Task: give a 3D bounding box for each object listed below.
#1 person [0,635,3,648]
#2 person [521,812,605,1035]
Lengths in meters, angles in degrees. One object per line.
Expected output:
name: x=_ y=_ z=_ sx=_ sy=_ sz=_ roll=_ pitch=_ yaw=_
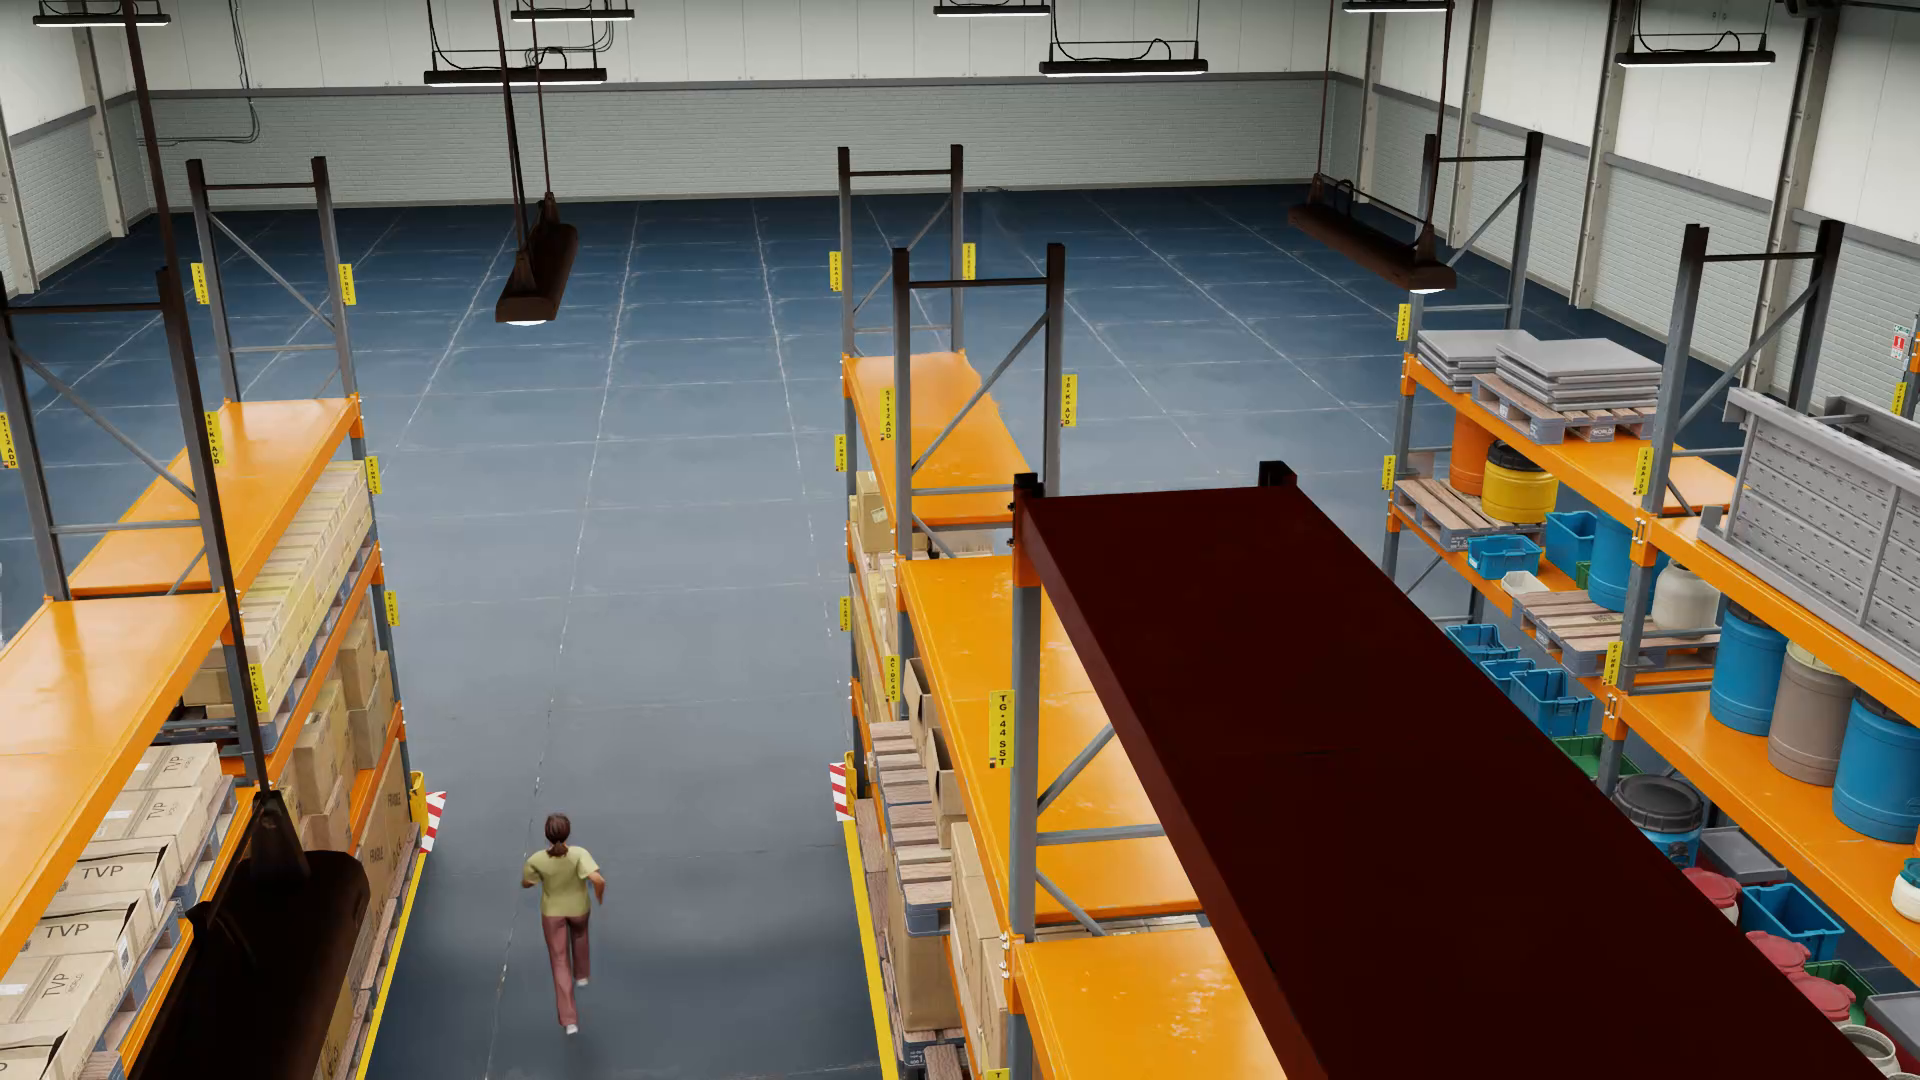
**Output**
person: x=-10.809 y=0.571 z=18.114 sx=0.539 sy=1.579 sz=0.614 roll=-17 pitch=27 yaw=-36
person: x=-2.833 y=2.689 z=11.952 sx=0.568 sy=1.673 sz=0.924 roll=-6 pitch=22 yaw=-16
